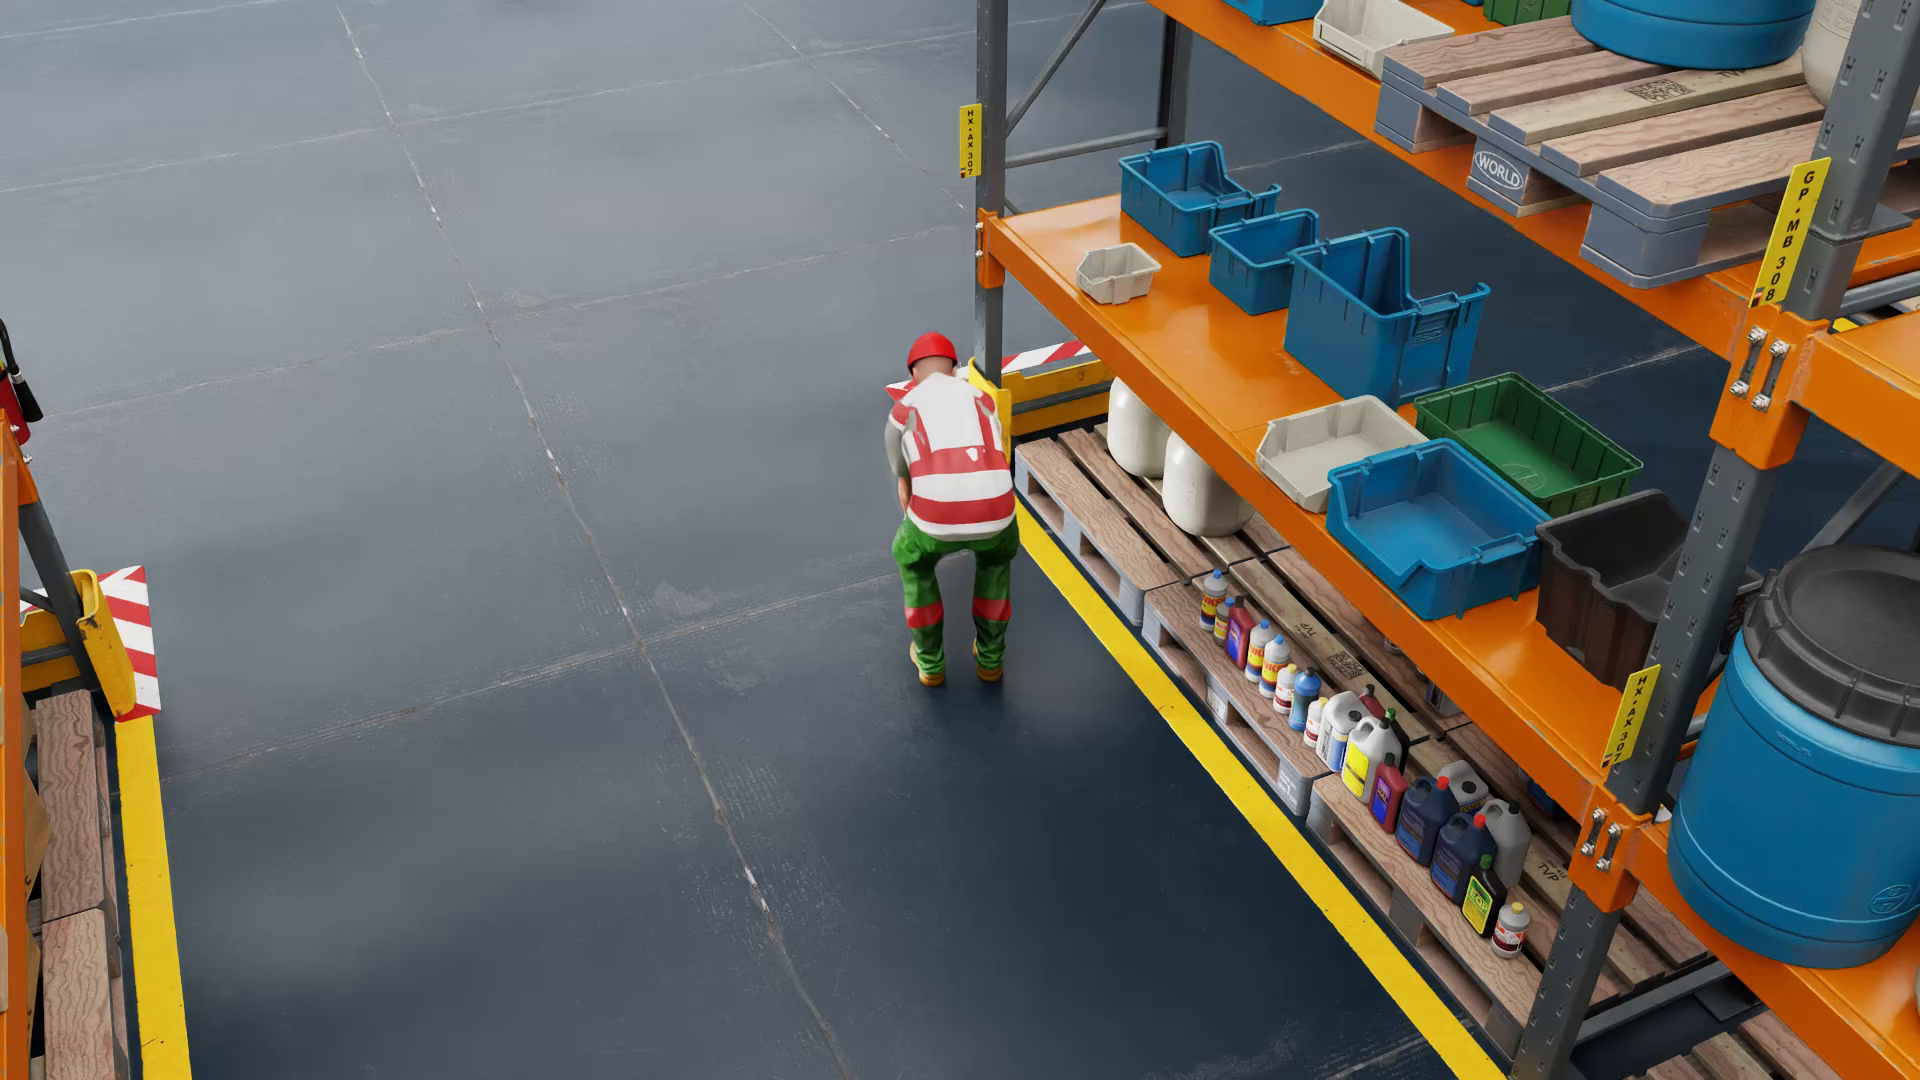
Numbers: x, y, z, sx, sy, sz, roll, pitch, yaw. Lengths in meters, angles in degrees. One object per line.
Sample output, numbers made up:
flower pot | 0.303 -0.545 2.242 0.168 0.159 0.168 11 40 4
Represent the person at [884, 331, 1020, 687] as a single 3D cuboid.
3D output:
person | -0.038 -0.107 6.711 0.507 1.257 0.928 -5 37 -7
